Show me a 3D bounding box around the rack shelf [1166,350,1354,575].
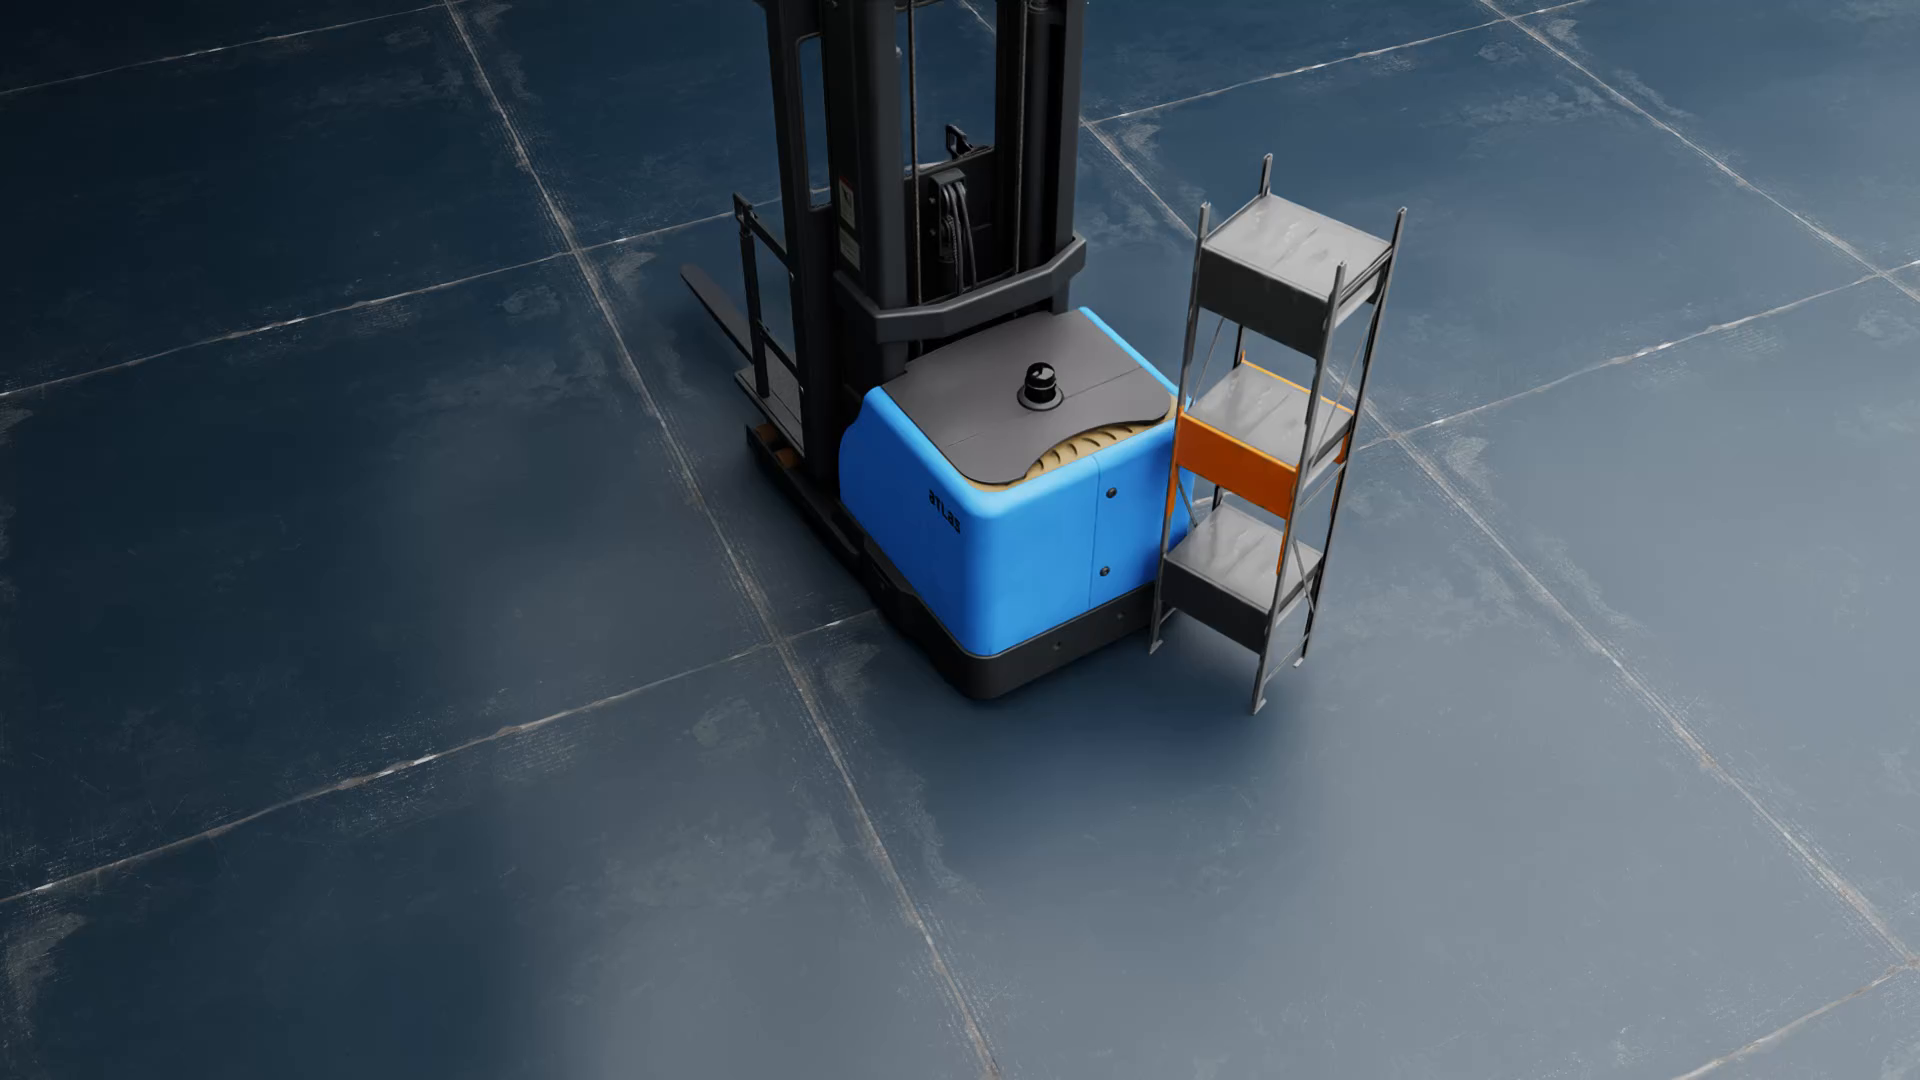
[{"bbox_3d":[1.071,-0.278,5.926,0.480,0.518,0.431,30,52,27],"label":"rack shelf"}]

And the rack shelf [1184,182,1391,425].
[{"bbox_3d":[1.071,-0.777,5.434,0.480,0.518,0.431,30,52,27],"label":"rack shelf"}]

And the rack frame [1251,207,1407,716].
[{"bbox_3d":[1.259,-0.179,5.805,0.015,2.100,0.400,30,52,27],"label":"rack frame"}]

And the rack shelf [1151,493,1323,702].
[{"bbox_3d":[1.071,0.220,6.417,0.480,0.518,0.431,30,52,27],"label":"rack shelf"}]

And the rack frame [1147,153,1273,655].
[{"bbox_3d":[0.883,-0.397,6.027,0.015,2.100,0.400,30,52,27],"label":"rack frame"}]

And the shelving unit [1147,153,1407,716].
[{"bbox_3d":[1.071,-0.288,5.916,0.503,2.100,0.431,30,52,27],"label":"shelving unit"}]

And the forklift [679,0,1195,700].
[{"bbox_3d":[-0.296,-1.447,6.498,1.130,2.935,3.031,-24,49,-22],"label":"forklift"}]
